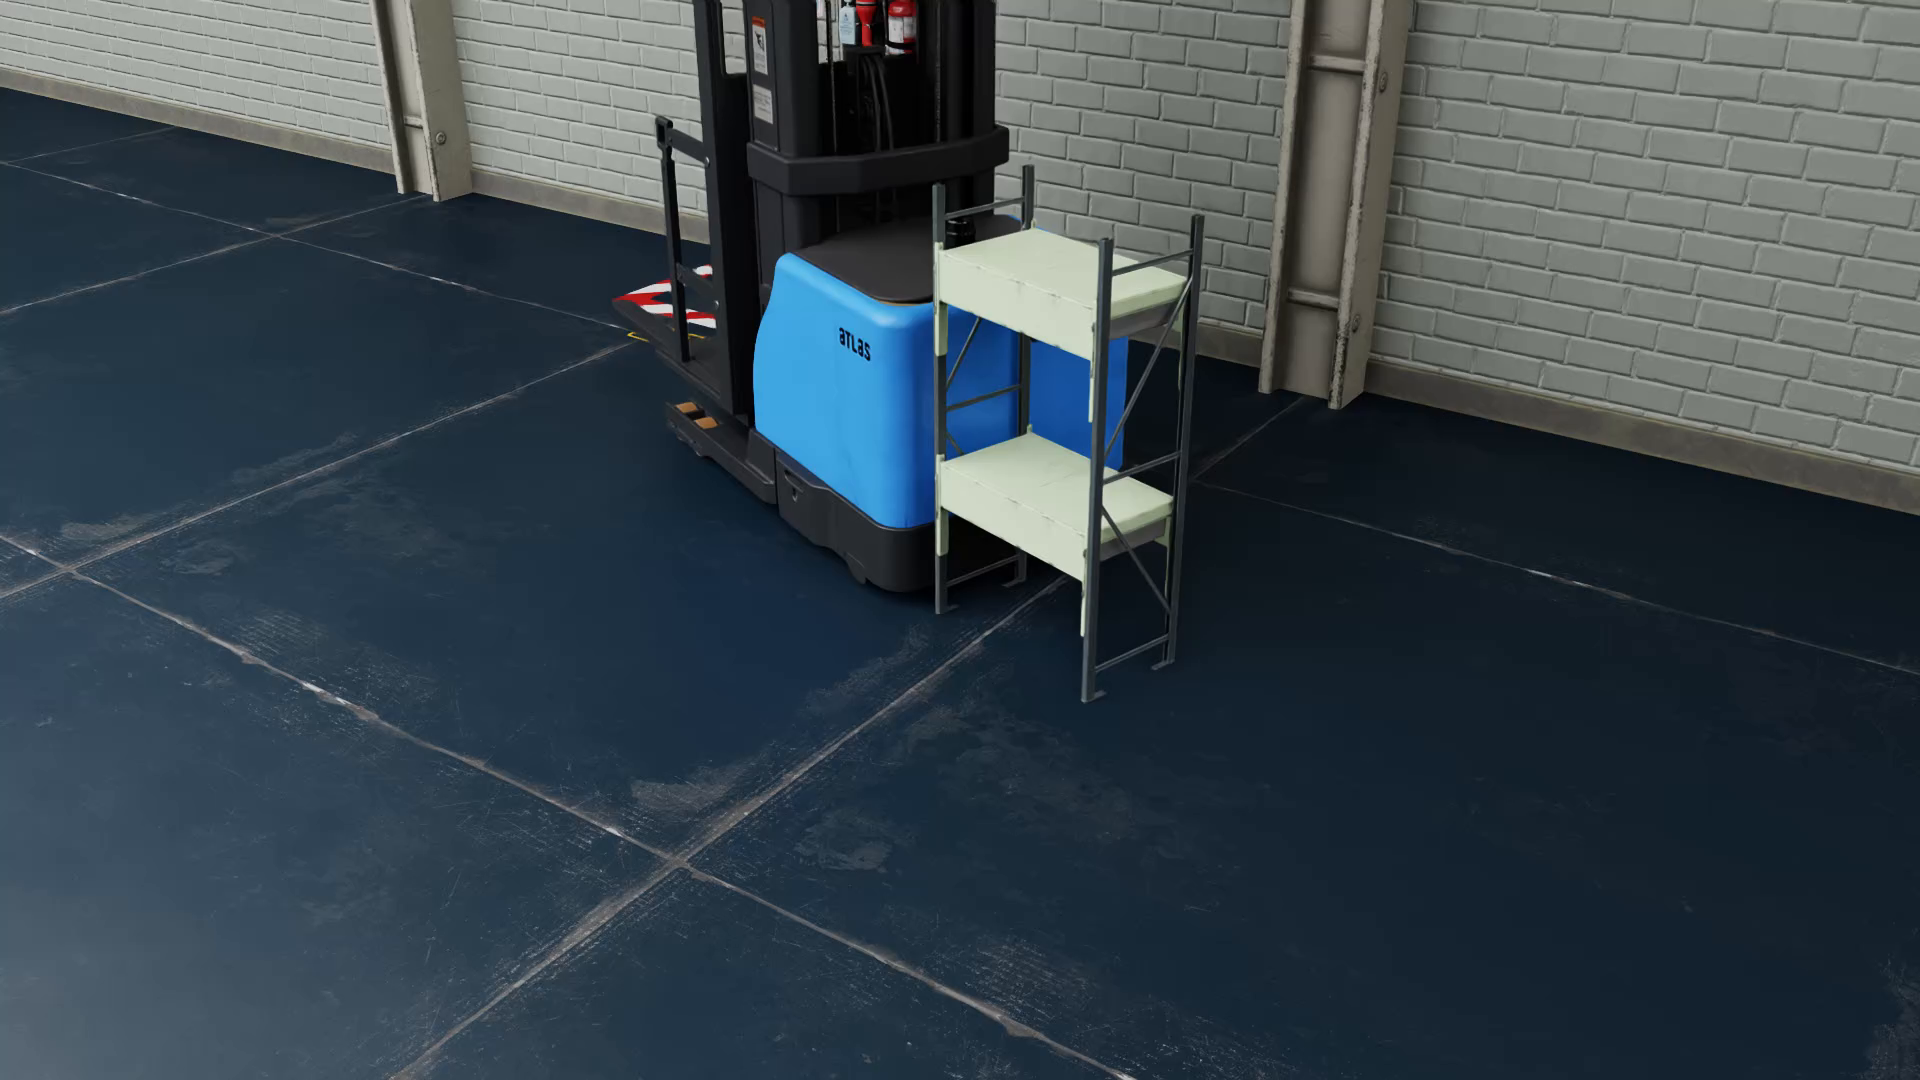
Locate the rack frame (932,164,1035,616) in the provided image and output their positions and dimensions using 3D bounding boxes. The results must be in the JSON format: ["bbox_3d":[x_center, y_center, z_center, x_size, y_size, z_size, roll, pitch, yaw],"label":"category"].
[{"bbox_3d":[0.076,-0.467,5.515,0.400,1.500,0.023,-21,33,-35],"label":"rack frame"}]

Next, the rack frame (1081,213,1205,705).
[{"bbox_3d":[0.543,-0.212,5.012,0.400,1.500,0.023,-21,33,-35],"label":"rack frame"}]

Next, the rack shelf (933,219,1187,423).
[{"bbox_3d":[0.310,-0.687,5.087,0.431,0.370,0.720,-21,33,-35],"label":"rack shelf"}]

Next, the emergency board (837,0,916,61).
[{"bbox_3d":[-0.408,-2.671,8.191,0.643,1.169,0.194,17,32,30],"label":"emergency board"}]

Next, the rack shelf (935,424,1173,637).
[{"bbox_3d":[0.310,-0.049,5.412,0.431,0.370,0.720,-21,33,-35],"label":"rack shelf"}]

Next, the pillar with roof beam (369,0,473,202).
[{"bbox_3d":[-5.776,-4.627,5.421,0.400,9.000,9.100,17,32,30],"label":"pillar with roof beam"}]

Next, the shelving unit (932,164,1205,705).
[{"bbox_3d":[0.310,-0.340,5.264,0.431,1.500,0.755,-21,33,-35],"label":"shelving unit"}]

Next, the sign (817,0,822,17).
[{"bbox_3d":[-0.805,-2.867,8.538,0.234,0.329,0.001,17,32,30],"label":"sign"}]

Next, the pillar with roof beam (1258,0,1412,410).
[{"bbox_3d":[-0.830,-3.086,2.393,0.400,9.000,9.100,17,32,30],"label":"pillar with roof beam"}]

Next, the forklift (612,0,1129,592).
[{"bbox_3d":[-0.593,-1.752,6.461,1.130,2.935,3.031,-16,31,-28],"label":"forklift"}]
